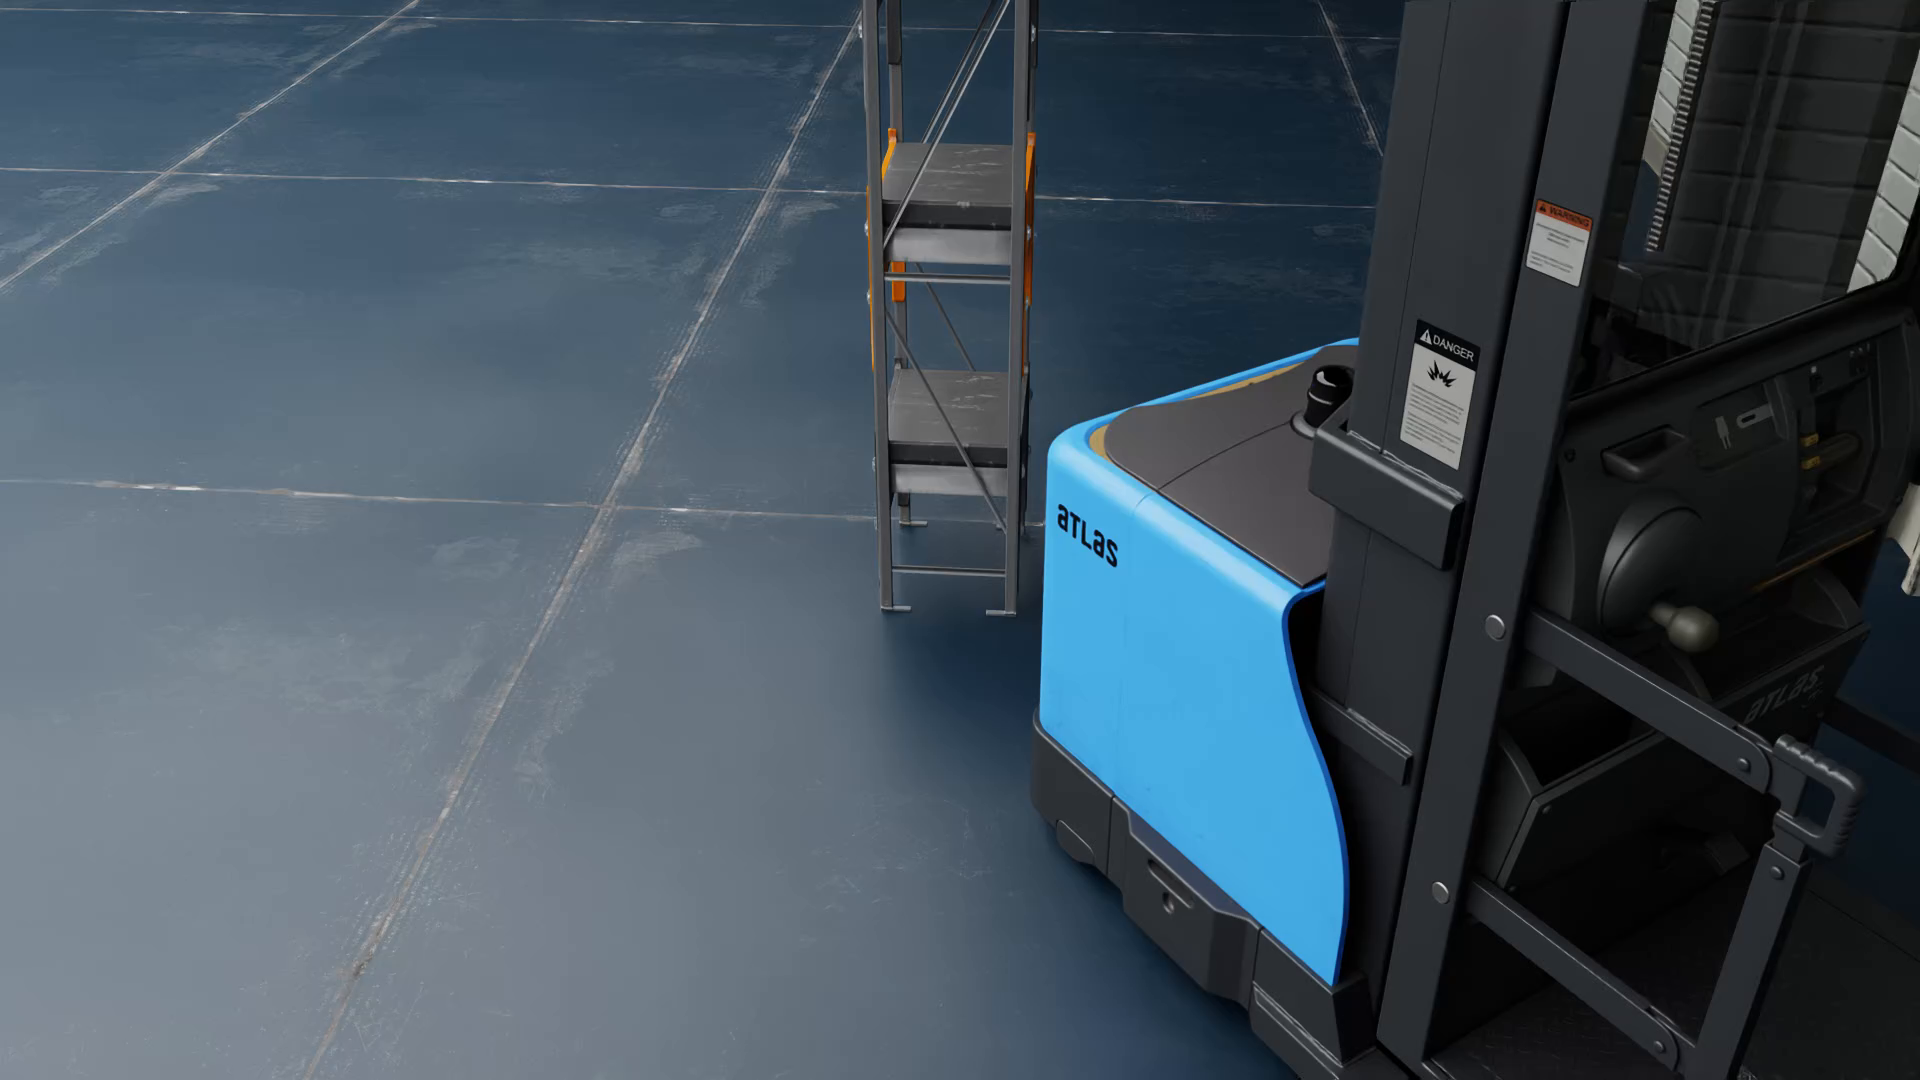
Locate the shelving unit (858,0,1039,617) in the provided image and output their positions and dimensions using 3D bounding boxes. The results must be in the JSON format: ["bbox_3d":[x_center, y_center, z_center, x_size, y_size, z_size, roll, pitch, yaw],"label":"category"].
[{"bbox_3d":[-0.013,-0.807,4.559,0.431,2.100,0.503,2,32,4],"label":"shelving unit"}]

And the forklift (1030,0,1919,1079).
[{"bbox_3d":[1.401,-0.059,2.552,1.130,2.935,3.031,-19,36,-28],"label":"forklift"}]

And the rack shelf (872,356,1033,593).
[{"bbox_3d":[-0.013,-0.200,4.933,0.431,0.518,0.480,2,32,4],"label":"rack shelf"}]

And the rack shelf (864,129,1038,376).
[{"bbox_3d":[-0.013,-0.796,4.566,0.431,0.518,0.480,2,32,4],"label":"rack shelf"}]

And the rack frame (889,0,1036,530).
[{"bbox_3d":[0.006,-0.935,4.766,0.400,2.100,0.015,2,32,4],"label":"rack frame"}]

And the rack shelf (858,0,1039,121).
[{"bbox_3d":[-0.014,-1.392,4.199,0.431,0.518,0.480,2,32,4],"label":"rack shelf"}]

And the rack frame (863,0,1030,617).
[{"bbox_3d":[-0.033,-0.680,4.352,0.400,2.100,0.015,2,32,4],"label":"rack frame"}]
